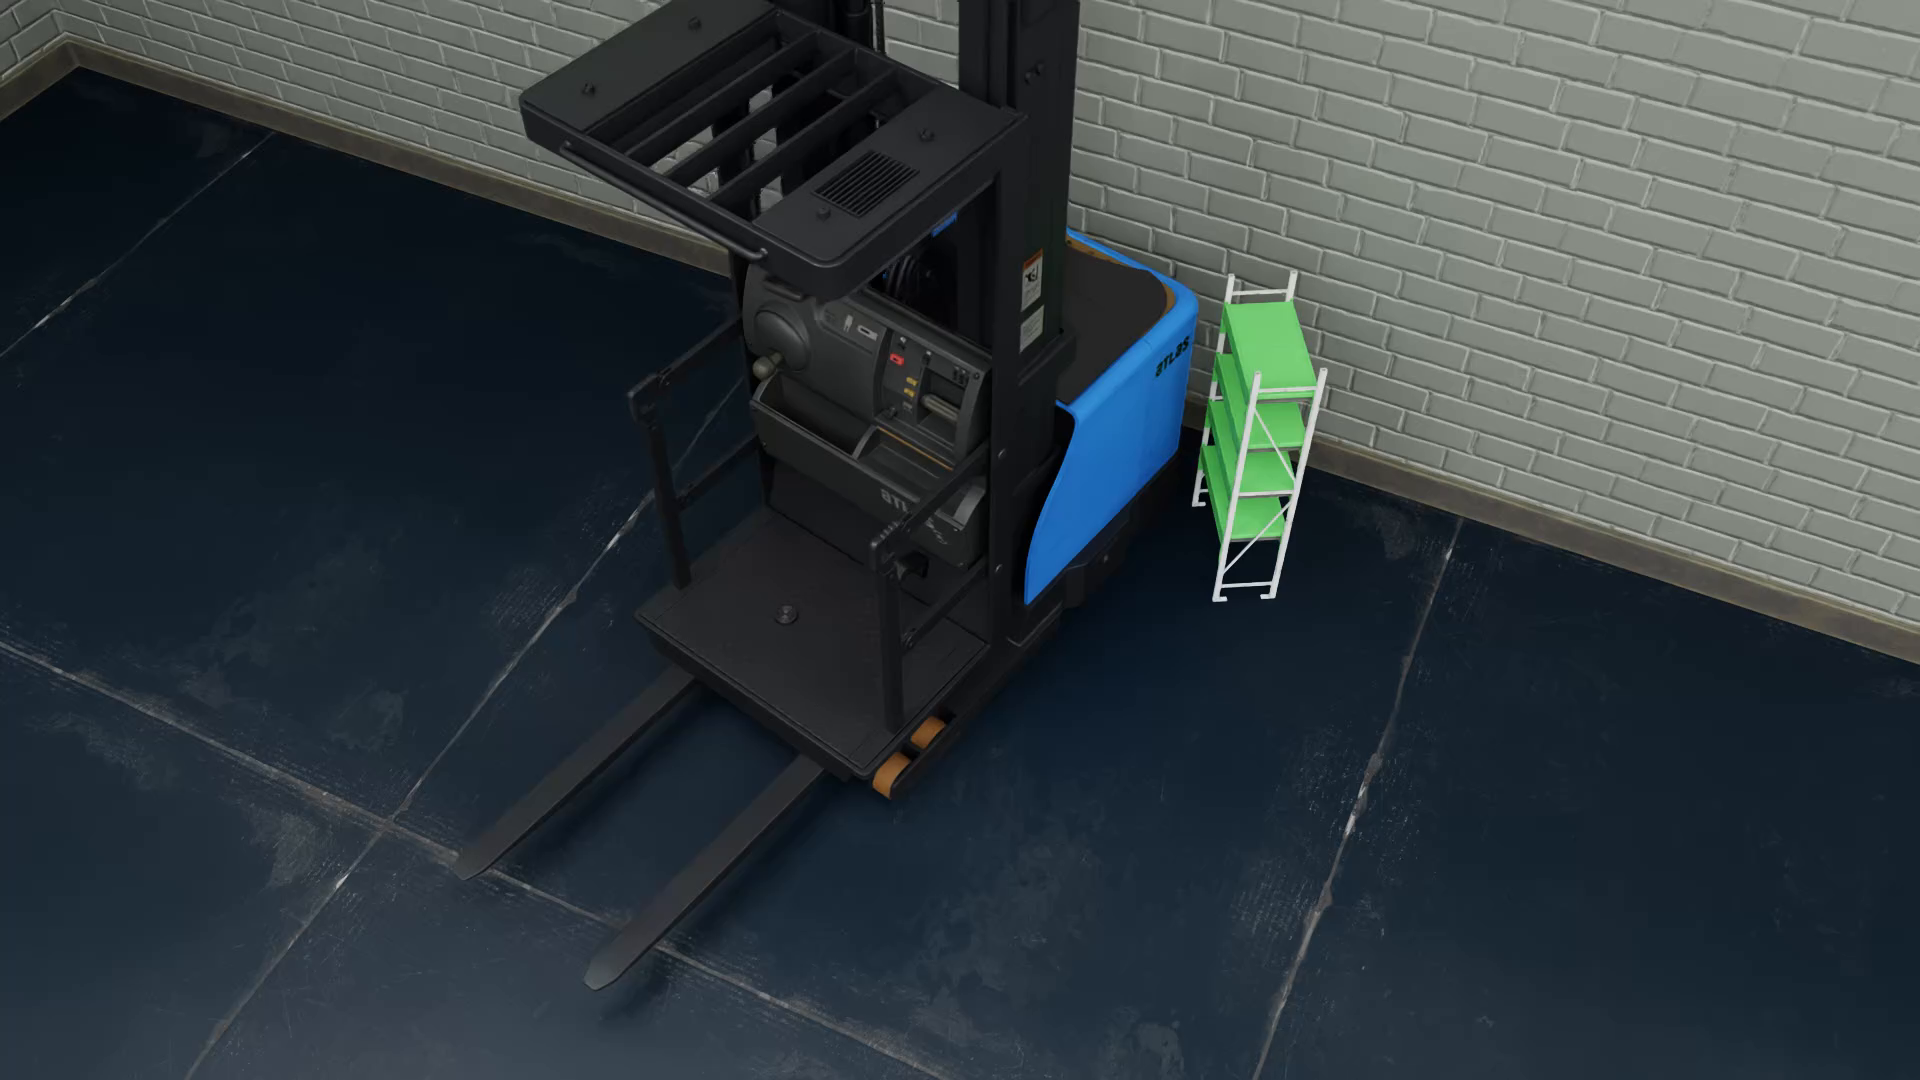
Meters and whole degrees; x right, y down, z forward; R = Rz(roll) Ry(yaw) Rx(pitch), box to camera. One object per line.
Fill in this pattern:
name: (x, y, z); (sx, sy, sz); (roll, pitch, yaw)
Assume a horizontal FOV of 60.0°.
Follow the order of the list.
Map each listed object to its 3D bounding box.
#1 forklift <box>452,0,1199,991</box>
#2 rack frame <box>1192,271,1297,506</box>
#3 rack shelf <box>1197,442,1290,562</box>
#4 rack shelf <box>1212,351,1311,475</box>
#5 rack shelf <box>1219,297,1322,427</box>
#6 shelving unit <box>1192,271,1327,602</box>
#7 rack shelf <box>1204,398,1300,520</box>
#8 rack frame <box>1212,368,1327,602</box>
forklift: (-0.441, -0.483, 5.052); (1.130, 2.935, 3.031); (31, 56, 24)
rack frame: (1.052, -0.536, 6.233); (0.240, 1.200, 0.015); (-3, 50, -3)
rack shelf: (1.070, -0.154, 6.307); (0.258, 0.148, 0.480); (-3, 50, -3)
rack shelf: (1.070, -0.465, 5.942); (0.258, 0.148, 0.480); (-3, 50, -3)
rack shelf: (1.070, -0.620, 5.759); (0.258, 0.148, 0.480); (-3, 50, -3)
shelving unit: (1.070, -0.351, 6.076); (0.258, 1.200, 0.503); (-3, 50, -3)
rack shelf: (1.070, -0.309, 6.124); (0.258, 0.148, 0.480); (-3, 50, -3)
rack frame: (1.087, -0.165, 5.918); (0.240, 1.200, 0.015); (-3, 50, -3)
